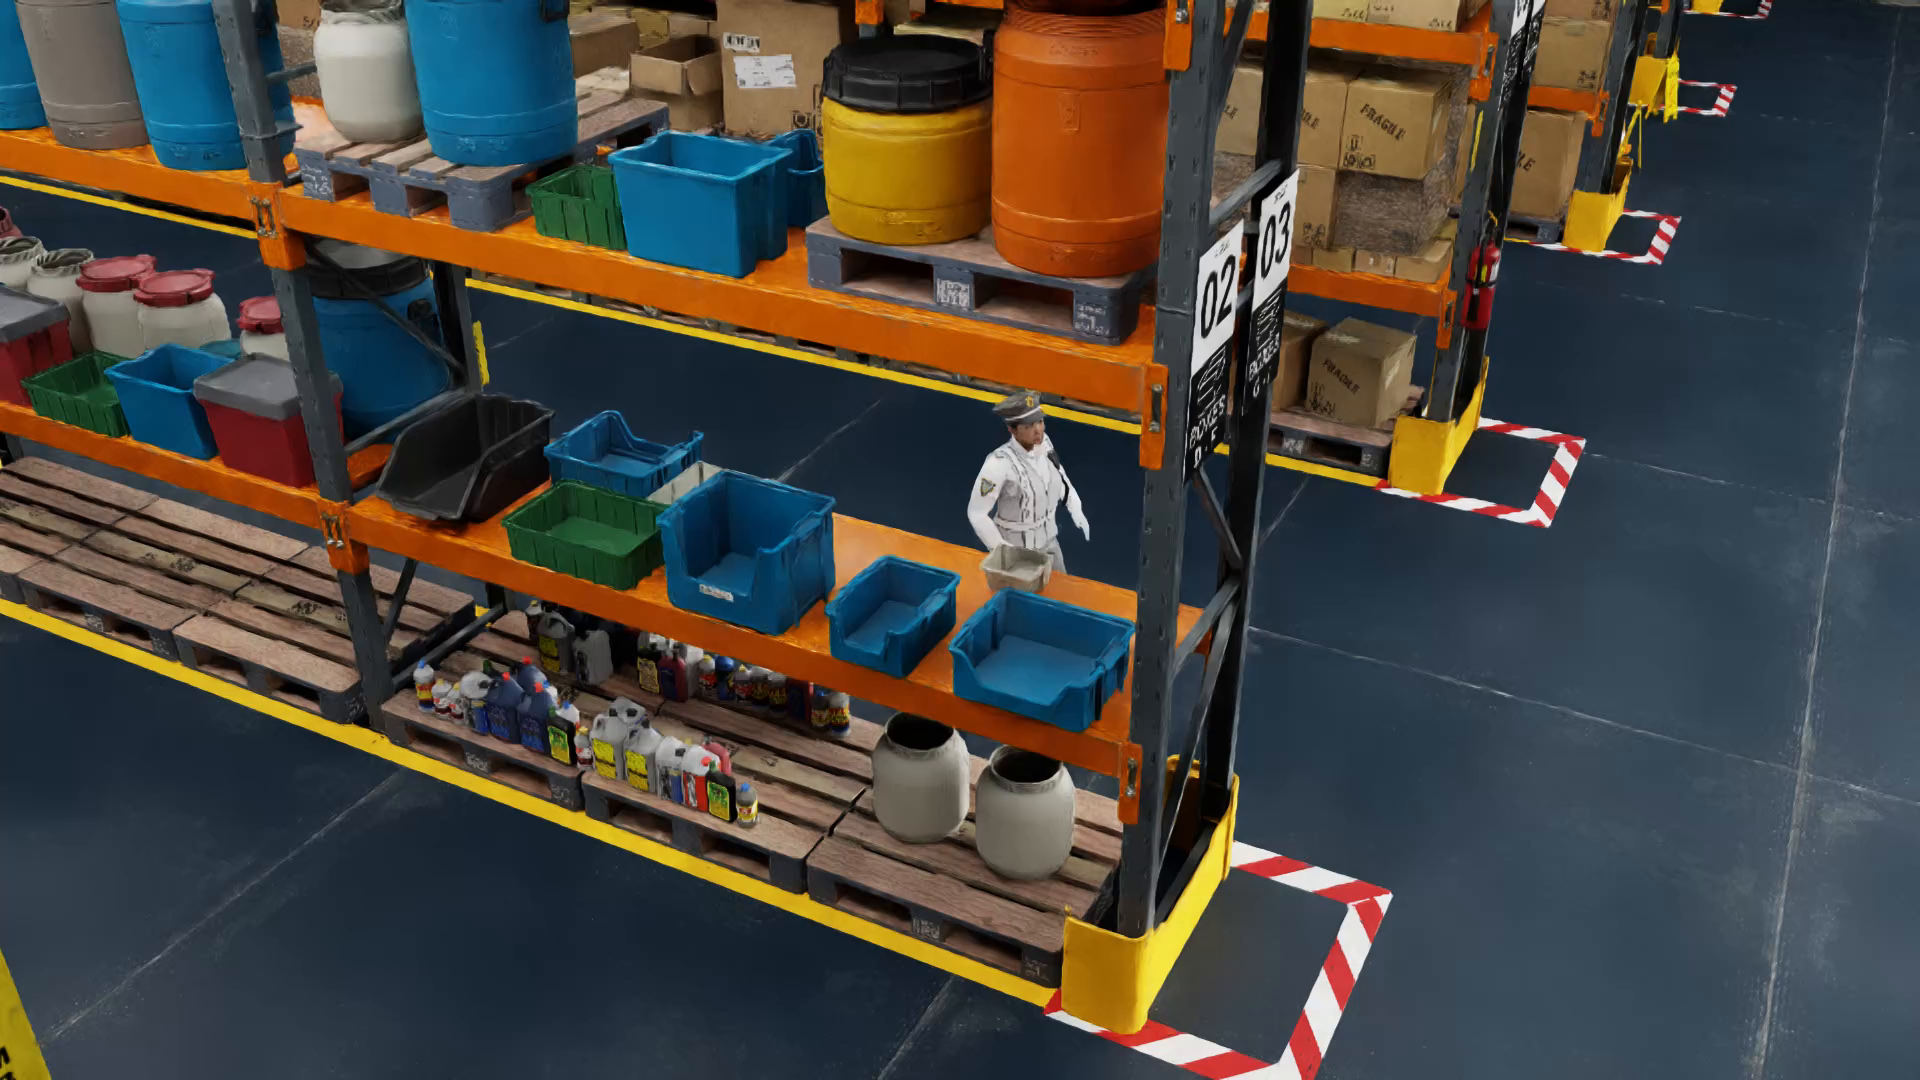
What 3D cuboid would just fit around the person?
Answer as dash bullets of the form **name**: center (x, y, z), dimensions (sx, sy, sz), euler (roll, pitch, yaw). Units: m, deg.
- **person**: center (0.380, 0.017, 8.258), dimensions (0.467, 1.668, 0.675), euler (18, 35, 27)
